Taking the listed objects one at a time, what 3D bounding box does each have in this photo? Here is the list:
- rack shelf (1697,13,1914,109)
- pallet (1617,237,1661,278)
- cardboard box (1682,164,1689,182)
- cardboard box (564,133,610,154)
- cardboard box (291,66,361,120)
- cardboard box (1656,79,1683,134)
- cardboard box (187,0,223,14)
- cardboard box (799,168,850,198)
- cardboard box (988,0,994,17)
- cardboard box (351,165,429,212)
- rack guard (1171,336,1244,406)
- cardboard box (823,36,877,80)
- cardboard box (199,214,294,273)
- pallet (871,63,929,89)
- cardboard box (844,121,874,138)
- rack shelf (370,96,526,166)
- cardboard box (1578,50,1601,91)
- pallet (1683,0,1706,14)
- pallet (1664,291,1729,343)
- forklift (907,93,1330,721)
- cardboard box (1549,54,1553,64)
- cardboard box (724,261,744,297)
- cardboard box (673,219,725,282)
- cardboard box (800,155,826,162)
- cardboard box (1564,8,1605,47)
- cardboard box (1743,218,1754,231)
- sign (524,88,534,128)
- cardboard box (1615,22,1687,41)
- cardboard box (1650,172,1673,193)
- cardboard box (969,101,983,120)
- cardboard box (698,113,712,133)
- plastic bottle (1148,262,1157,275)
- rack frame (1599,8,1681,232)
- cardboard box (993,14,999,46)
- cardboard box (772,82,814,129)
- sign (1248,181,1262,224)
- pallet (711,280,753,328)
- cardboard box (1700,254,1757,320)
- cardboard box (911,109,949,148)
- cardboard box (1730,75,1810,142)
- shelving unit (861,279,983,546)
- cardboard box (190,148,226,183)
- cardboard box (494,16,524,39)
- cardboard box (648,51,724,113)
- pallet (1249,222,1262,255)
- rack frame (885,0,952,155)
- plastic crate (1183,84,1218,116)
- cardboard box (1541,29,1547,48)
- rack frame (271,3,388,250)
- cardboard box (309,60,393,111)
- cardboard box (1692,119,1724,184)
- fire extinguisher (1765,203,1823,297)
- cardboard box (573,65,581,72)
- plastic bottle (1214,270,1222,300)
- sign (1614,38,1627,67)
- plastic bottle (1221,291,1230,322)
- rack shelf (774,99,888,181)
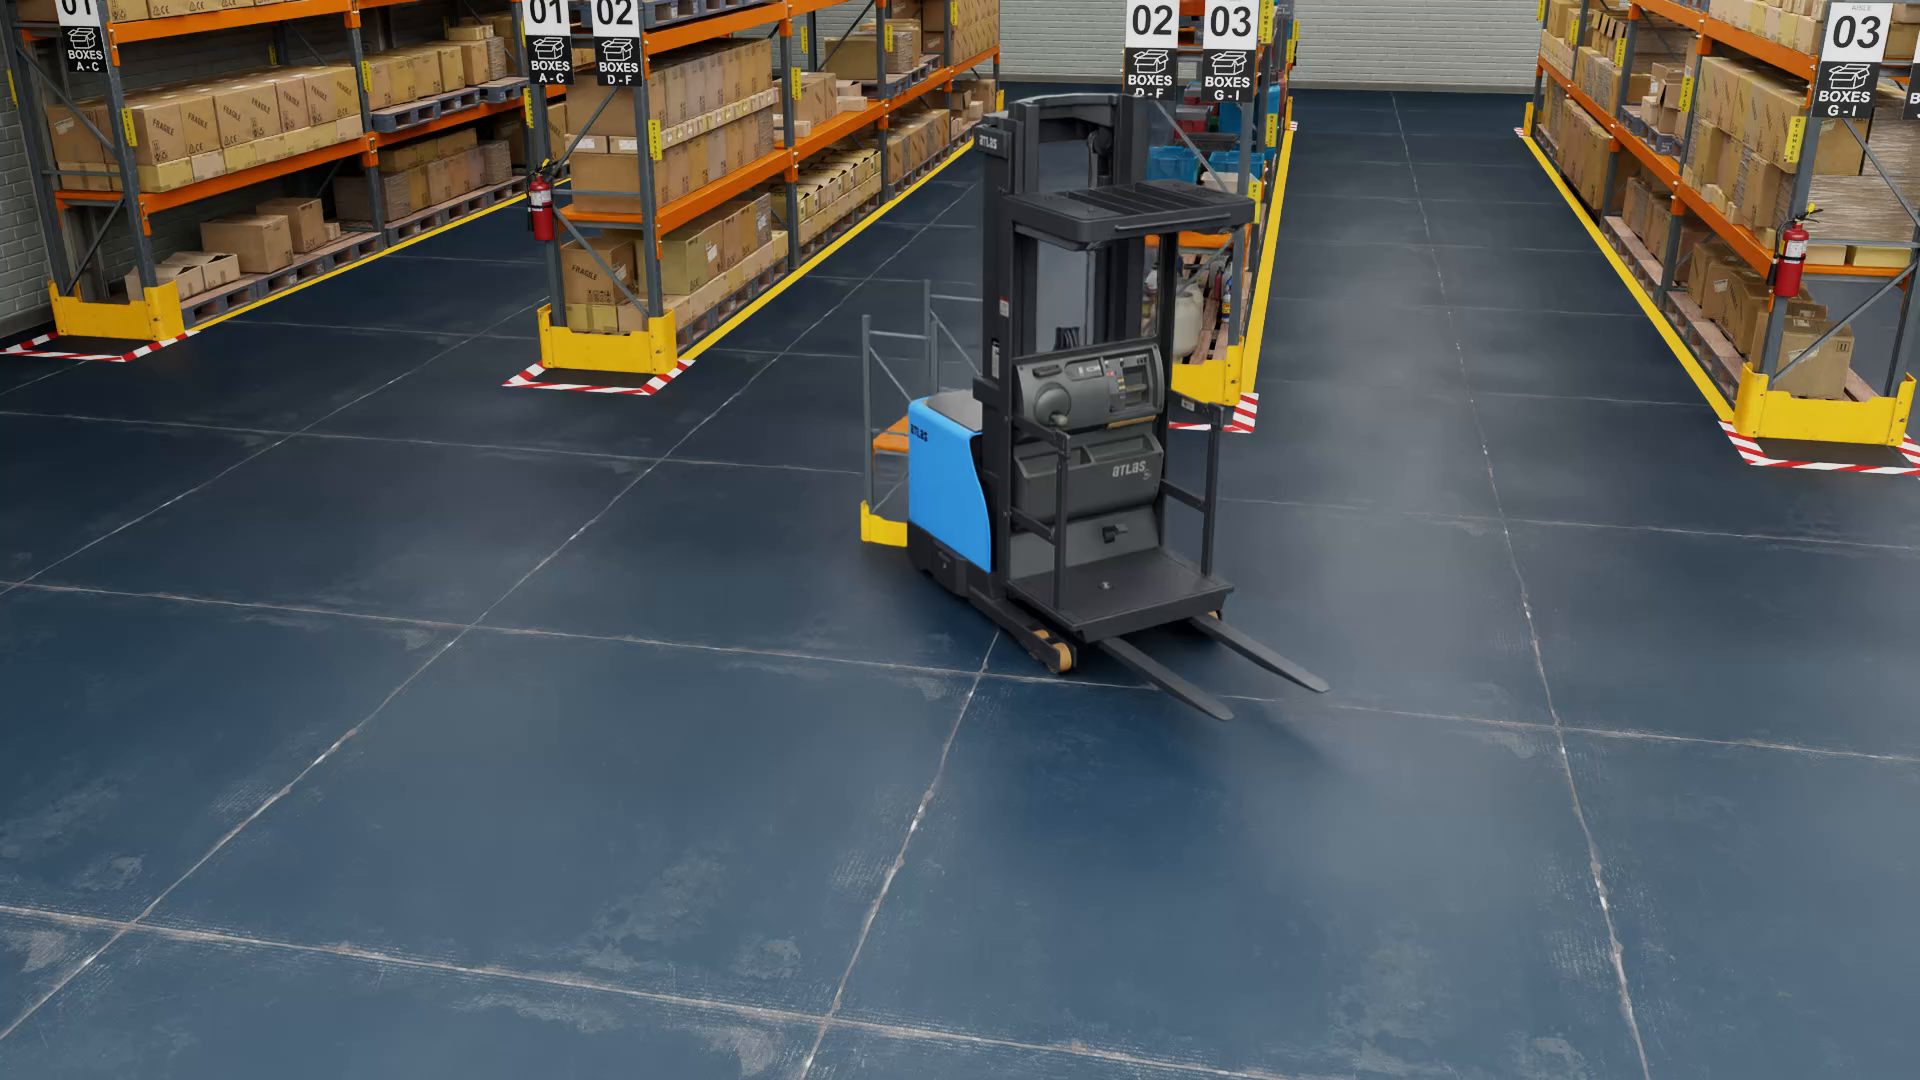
[{"bbox_3d":[7.024,-3.971,13.646,1.077,0.370,4.000,4,22,11],"label":"rack shelf"},{"bbox_3d":[7.836,-3.084,18.228,1.003,0.211,1.213,4,22,11],"label":"pallet"},{"bbox_3d":[7.093,-3.473,15.797,0.380,0.149,0.250,4,22,11],"label":"cardboard box"},{"bbox_3d":[-3.190,-3.440,14.378,0.380,0.149,0.250,4,22,10],"label":"cardboard box"},{"bbox_3d":[-6.909,-4.869,18.098,0.500,0.500,0.500,4,22,11],"label":"cardboard box"},{"bbox_3d":[7.695,-4.529,17.383,0.797,0.503,0.637,7,23,16],"label":"cardboard box"},{"bbox_3d":[-7.372,-5.249,15.696,0.500,0.500,0.500,6,23,13],"label":"cardboard box"},{"bbox_3d":[-1.625,-4.275,19.822,0.500,0.311,0.500,5,22,12],"label":"cardboard box"},{"bbox_3d":[0.259,-8.932,27.543,0.500,0.500,0.500,5,22,12],"label":"cardboard box"},{"bbox_3d":[-6.925,-4.286,20.236,0.700,0.500,0.500,4,22,10],"label":"cardboard box"},{"bbox_3d":[1.736,-1.431,13.739,1.175,0.500,0.348,4,22,11],"label":"rack guard"},{"bbox_3d":[-1.431,-6.344,21.895,0.700,0.500,0.500,-3,22,-7],"label":"cardboard box"},{"bbox_3d":[-7.387,-3.079,17.239,0.700,0.500,0.500,3,22,8],"label":"cardboard box"},{"bbox_3d":[-1.057,-6.487,23.202,1.003,0.211,1.213,4,22,11],"label":"pallet"},{"bbox_3d":[-1.481,-5.638,22.590,0.500,0.250,0.500,5,23,13],"label":"cardboard box"},{"bbox_3d":[-6.707,-5.175,20.652,1.077,0.370,4.000,4,22,11],"label":"rack shelf"},{"bbox_3d":[8.624,-6.284,22.307,0.500,0.500,0.500,4,22,11],"label":"cardboard box"},{"bbox_3d":[7.662,-5.167,15.904,1.213,0.211,1.003,4,22,11],"label":"pallet"},{"bbox_3d":[7.329,-2.103,15.793,1.003,0.211,1.213,4,22,11],"label":"pallet"},{"bbox_3d":[0.832,-0.828,8.987,1.130,2.935,3.031,-12,25,-27],"label":"forklift"},{"bbox_3d":[9.225,-7.342,25.405,0.380,0.149,0.250,4,22,10],"label":"cardboard box"},{"bbox_3d":[-2.447,-2.586,16.377,0.500,0.250,0.500,4,22,11],"label":"cardboard box"},{"bbox_3d":[-2.565,-2.752,15.786,0.500,0.500,0.500,4,22,11],"label":"cardboard box"},{"bbox_3d":[-1.942,-4.682,20.831,0.500,0.311,0.500,4,22,10],"label":"cardboard box"},{"bbox_3d":[9.003,-7.358,23.908,0.500,0.500,0.500,5,22,11],"label":"cardboard box"},{"bbox_3d":[6.711,-2.644,13.739,0.380,0.149,0.250,4,22,11],"label":"cardboard box"},{"bbox_3d":[-3.610,-3.632,13.989,0.100,0.325,0.005,4,22,11],"label":"sign"},{"bbox_3d":[8.549,-6.124,20.567,0.797,0.503,0.637,5,22,12],"label":"cardboard box"},{"bbox_3d":[8.042,-4.058,18.668,0.500,0.250,0.500,7,23,17],"label":"cardboard box"},{"bbox_3d":[0.090,-7.156,27.698,0.500,0.250,0.500,4,22,11],"label":"cardboard box"},{"bbox_3d":[-2.530,-3.884,15.480,0.380,0.149,0.250,4,22,10],"label":"cardboard box"},{"bbox_3d":[1.887,-2.510,16.027,0.144,0.351,0.185,4,22,10],"label":"plastic bottle"},{"bbox_3d":[8.248,-5.108,19.521,1.000,3.000,0.127,4,22,11],"label":"rack frame"},{"bbox_3d":[0.358,-8.652,28.187,0.500,0.500,0.500,5,23,13],"label":"cardboard box"},{"bbox_3d":[-1.985,-4.920,18.921,0.500,0.500,0.500,6,23,15],"label":"cardboard box"},{"bbox_3d":[2.305,-2.644,13.034,0.100,0.325,0.005,4,22,11],"label":"sign"},{"bbox_3d":[-2.715,-2.373,16.463,1.003,0.211,1.213,4,22,11],"label":"pallet"},{"bbox_3d":[7.202,-2.327,15.400,0.500,0.500,0.500,12,25,28],"label":"cardboard box"},{"bbox_3d":[-0.453,-6.169,24.914,0.500,0.500,0.500,4,22,11],"label":"cardboard box"},{"bbox_3d":[6.797,-3.598,13.903,0.500,0.500,0.500,4,22,11],"label":"cardboard box"},{"bbox_3d":[-0.183,-0.845,10.945,0.587,1.500,1.083,8,23,19],"label":"shelving unit"},{"bbox_3d":[-7.429,-3.600,15.951,0.500,0.250,0.500,4,22,9],"label":"cardboard box"},{"bbox_3d":[-5.948,-6.939,22.505,0.500,0.250,0.500,5,22,12],"label":"cardboard box"},{"bbox_3d":[-2.657,-4.336,15.735,0.700,0.500,0.500,4,22,11],"label":"cardboard box"},{"bbox_3d":[2.952,-3.467,19.179,1.003,0.211,1.213,4,22,11],"label":"pallet"},{"bbox_3d":[-0.633,-7.327,25.032,1.000,3.000,0.127,4,22,11],"label":"rack frame"},{"bbox_3d":[2.770,-4.947,19.037,0.402,0.464,0.583,4,22,11],"label":"plastic crate"},{"bbox_3d":[9.518,-7.947,26.373,0.500,0.250,0.500,4,22,9],"label":"cardboard box"},{"bbox_3d":[-7.116,-4.778,18.701,1.000,3.000,0.127,4,22,11],"label":"rack frame"},{"bbox_3d":[-6.978,-5.212,19.056,0.700,0.500,0.500,5,22,11],"label":"cardboard box"},{"bbox_3d":[7.143,-3.489,14.970,0.875,0.500,0.500,4,22,11],"label":"cardboard box"},{"bbox_3d":[6.141,-2.139,12.254,0.296,0.674,0.183,4,22,11],"label":"fire extinguisher"},{"bbox_3d":[-5.703,-6.798,24.027,0.380,0.149,0.250,5,22,11],"label":"cardboard box"},{"bbox_3d":[2.487,-2.470,16.017,0.061,0.283,0.133,4,22,11],"label":"plastic bottle"},{"bbox_3d":[7.704,-5.686,19.407,0.100,0.325,0.005,4,22,11],"label":"sign"},{"bbox_3d":[2.442,-2.137,15.209,0.097,0.271,0.097,0,22,0],"label":"plastic bottle"},{"bbox_3d":[-1.857,-4.799,19.718,1.077,0.370,4.000,4,22,11],"label":"rack shelf"}]
